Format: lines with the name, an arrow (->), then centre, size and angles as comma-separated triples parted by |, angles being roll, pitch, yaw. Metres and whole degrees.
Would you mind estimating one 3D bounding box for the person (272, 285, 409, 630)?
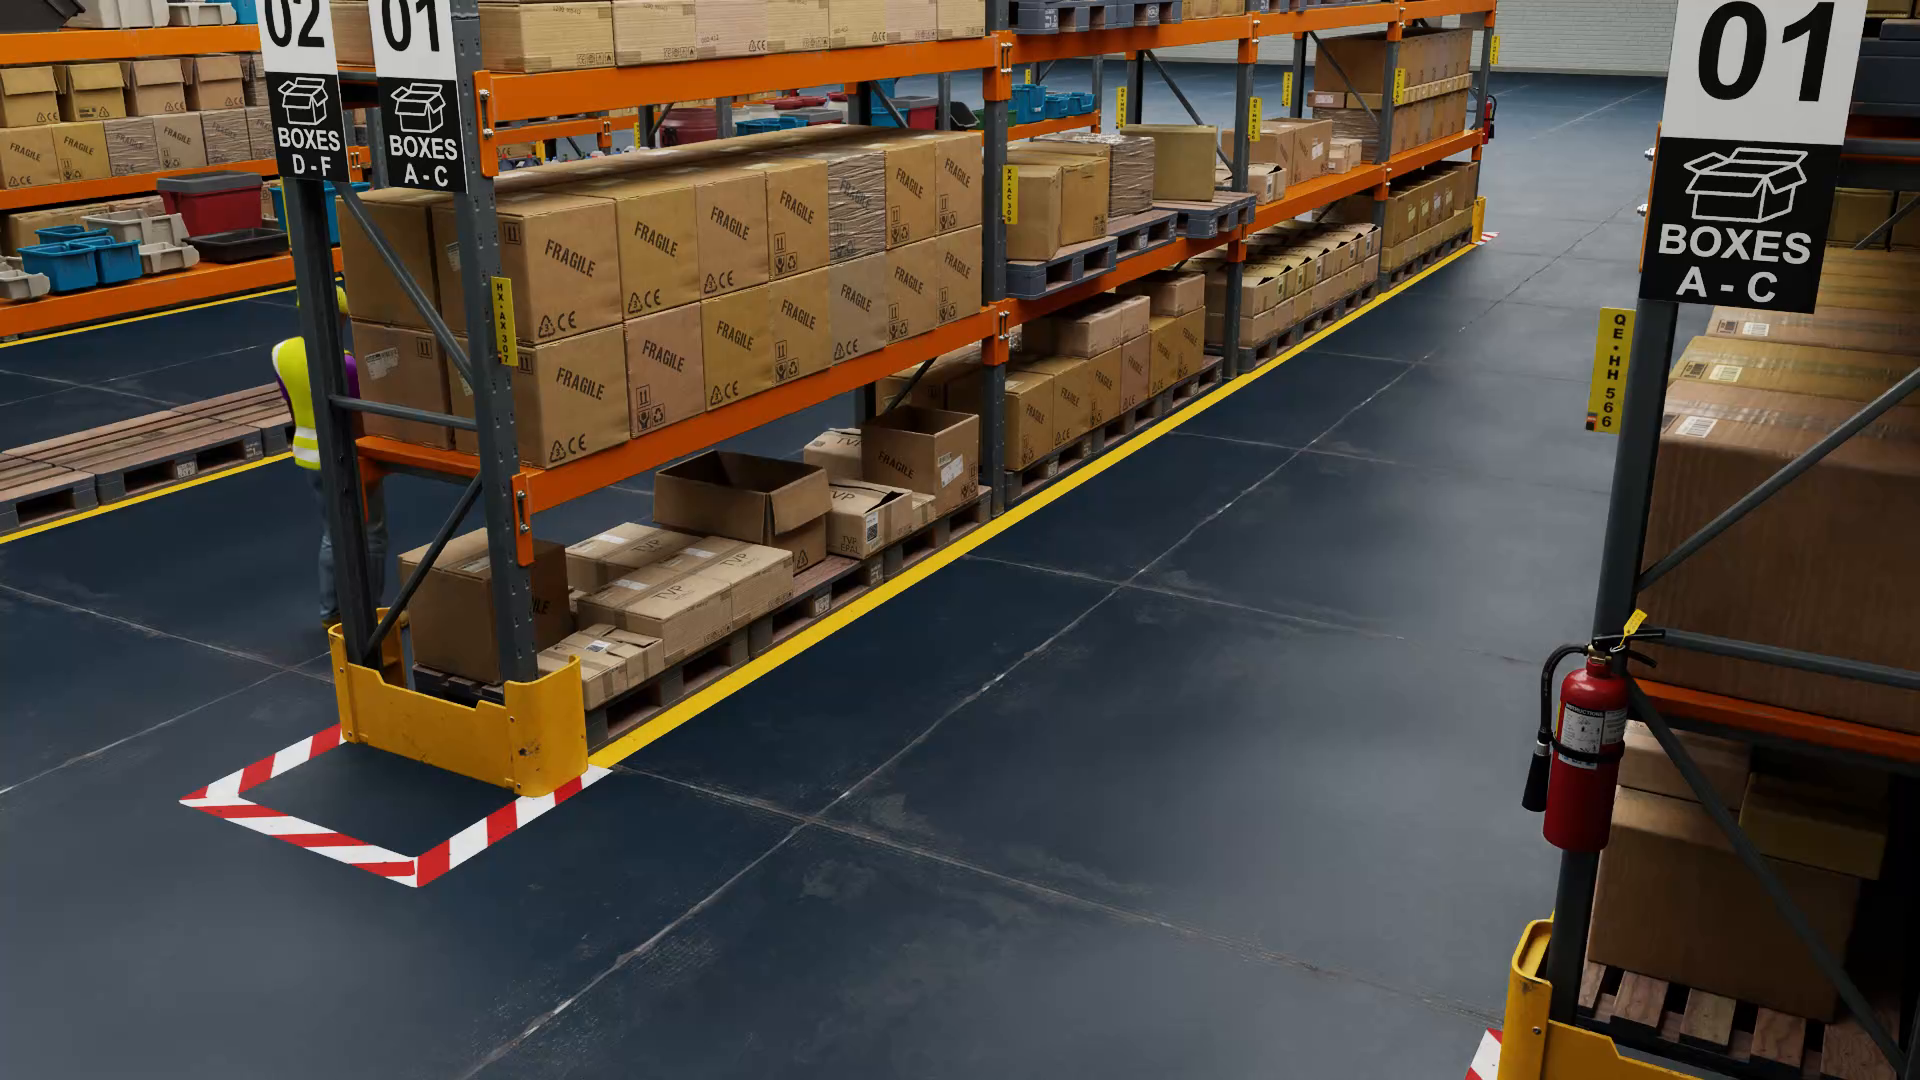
person -> -3.048, -0.391, 8.170 | 0.573, 1.752, 0.384 | 12, 23, 31
